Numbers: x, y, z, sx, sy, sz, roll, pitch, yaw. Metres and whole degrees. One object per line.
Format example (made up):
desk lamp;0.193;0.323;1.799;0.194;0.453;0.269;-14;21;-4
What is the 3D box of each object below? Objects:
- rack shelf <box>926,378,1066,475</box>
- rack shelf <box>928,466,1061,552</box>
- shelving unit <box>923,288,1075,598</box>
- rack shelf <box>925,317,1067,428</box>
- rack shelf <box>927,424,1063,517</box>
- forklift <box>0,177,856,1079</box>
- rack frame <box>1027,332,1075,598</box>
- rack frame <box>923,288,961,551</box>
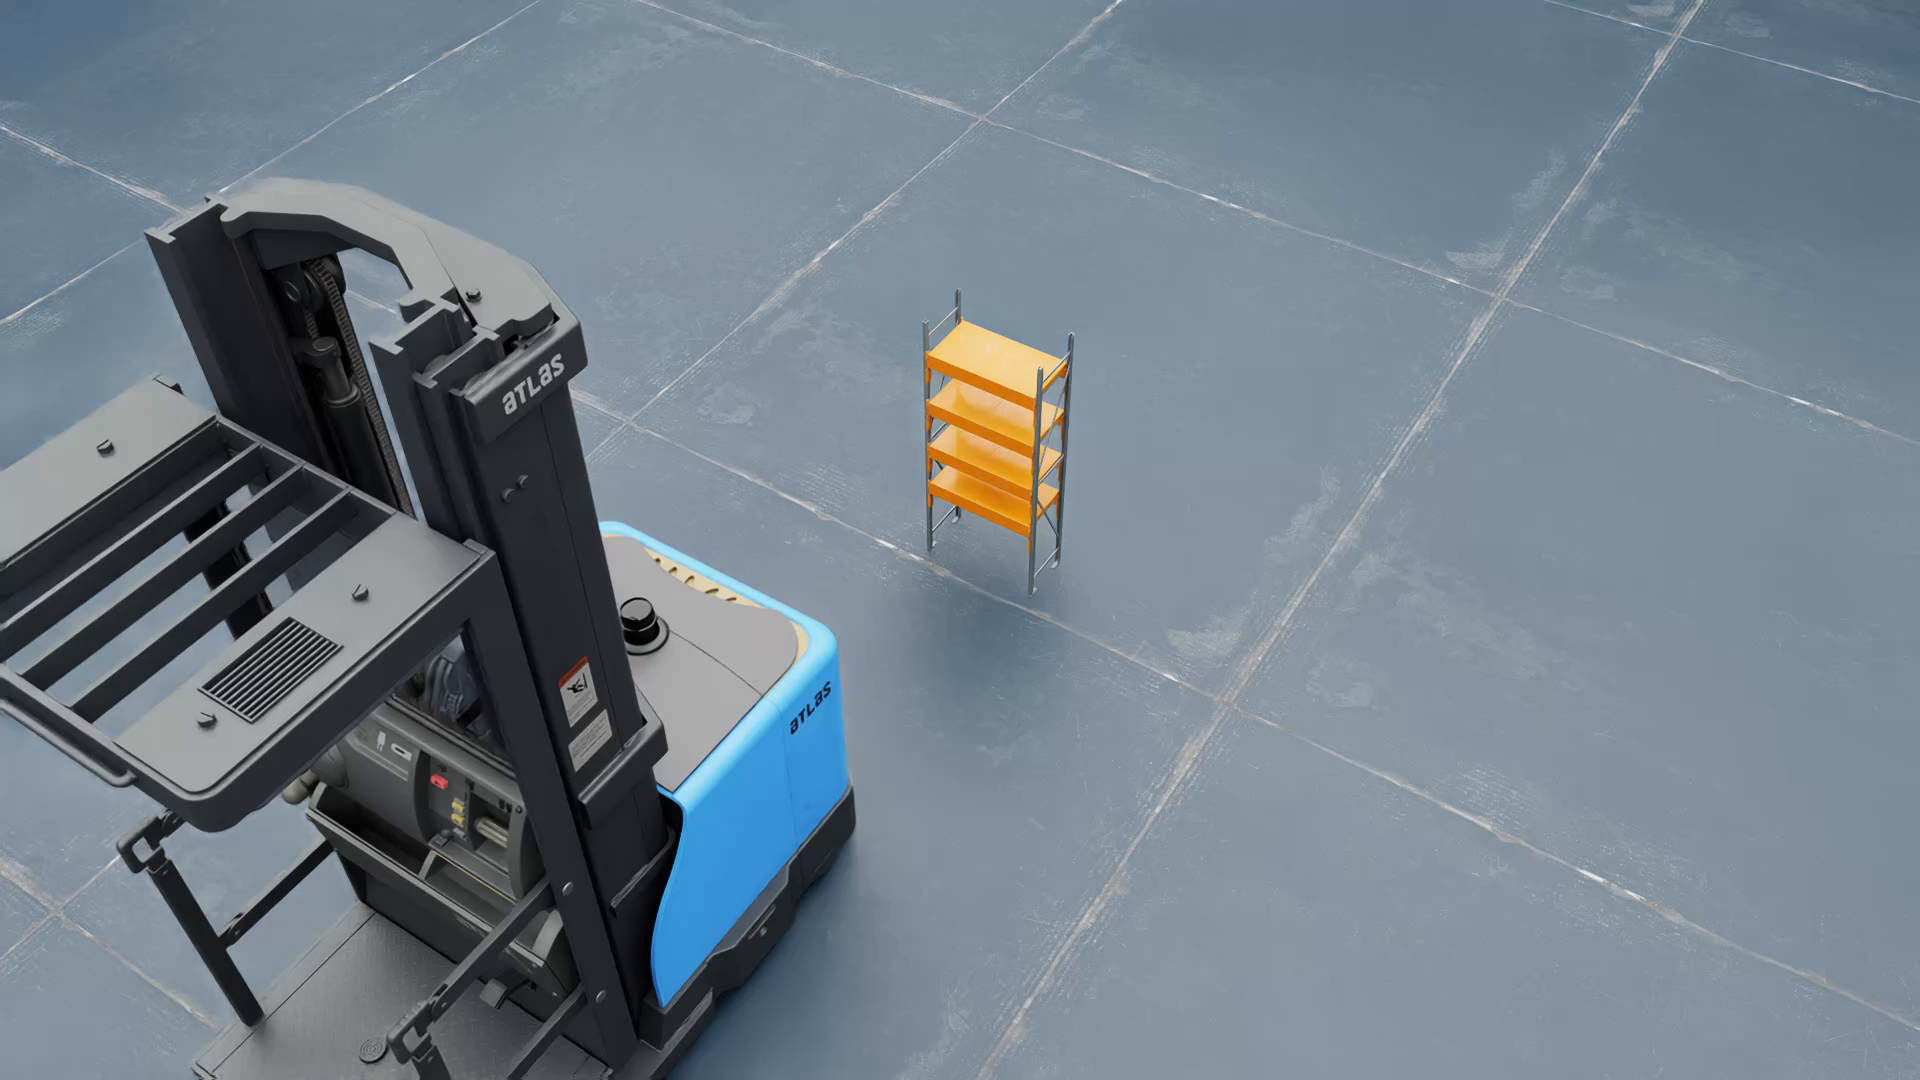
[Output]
rack shelf;0.139;-0.463;6.367;0.480;0.148;0.258;25;51;22
rack shelf;0.139;-0.169;6.670;0.480;0.148;0.258;25;51;22
shelving unit;0.139;-0.354;6.479;0.503;1.200;0.258;25;51;22
rack shelf;0.139;-0.628;6.197;0.480;0.148;0.258;25;51;22
rack shelf;0.139;-0.307;6.527;0.480;0.148;0.258;25;51;22
forklift;-1.592;0.715;4.234;1.130;2.935;3.031;25;51;22
rack frame;0.345;-0.260;6.387;0.015;1.200;0.240;25;51;22
rack frame;-0.066;-0.449;6.571;0.015;1.200;0.240;25;51;22
